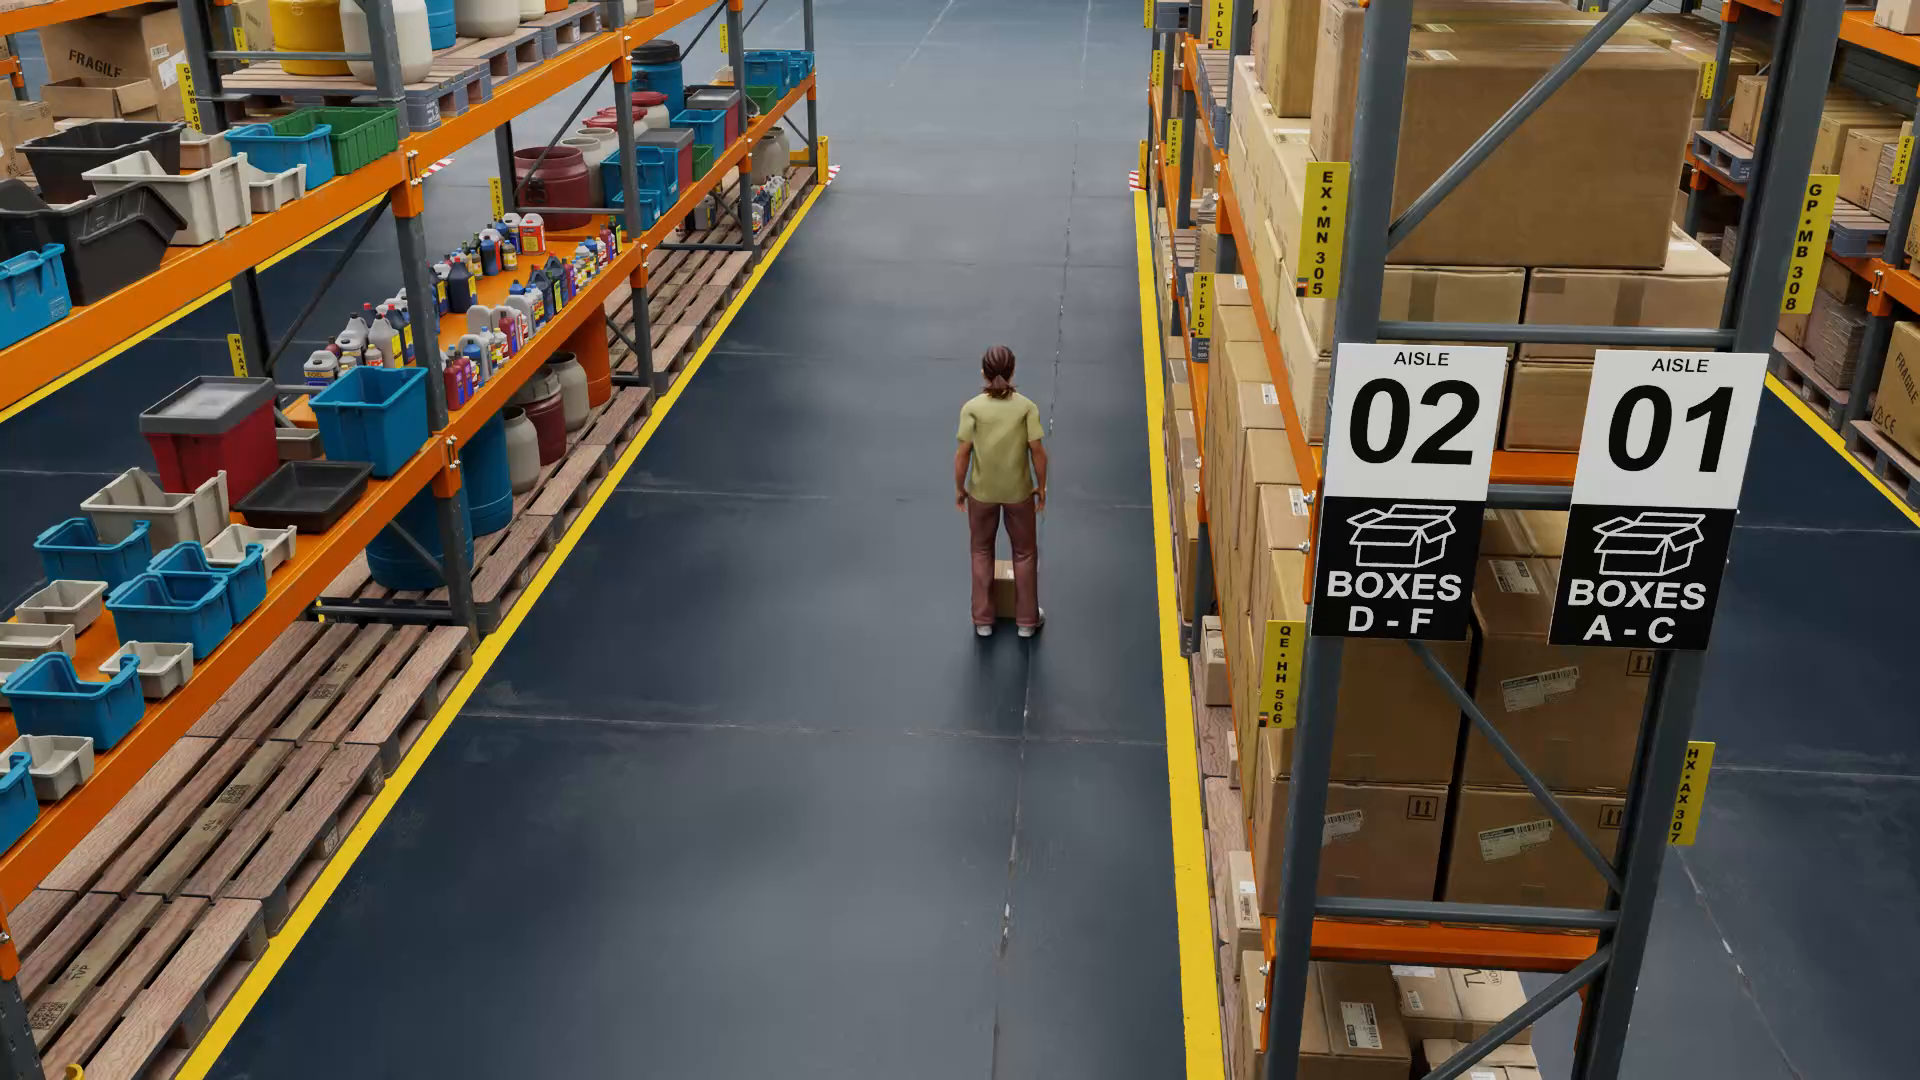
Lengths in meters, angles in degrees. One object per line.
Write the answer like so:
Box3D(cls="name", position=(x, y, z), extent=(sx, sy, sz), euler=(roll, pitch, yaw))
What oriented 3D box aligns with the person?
Box3D(cls="person", position=(0.230, -0.258, 9.171), extent=(0.516, 1.671, 0.364), euler=(1, 25, 2))
